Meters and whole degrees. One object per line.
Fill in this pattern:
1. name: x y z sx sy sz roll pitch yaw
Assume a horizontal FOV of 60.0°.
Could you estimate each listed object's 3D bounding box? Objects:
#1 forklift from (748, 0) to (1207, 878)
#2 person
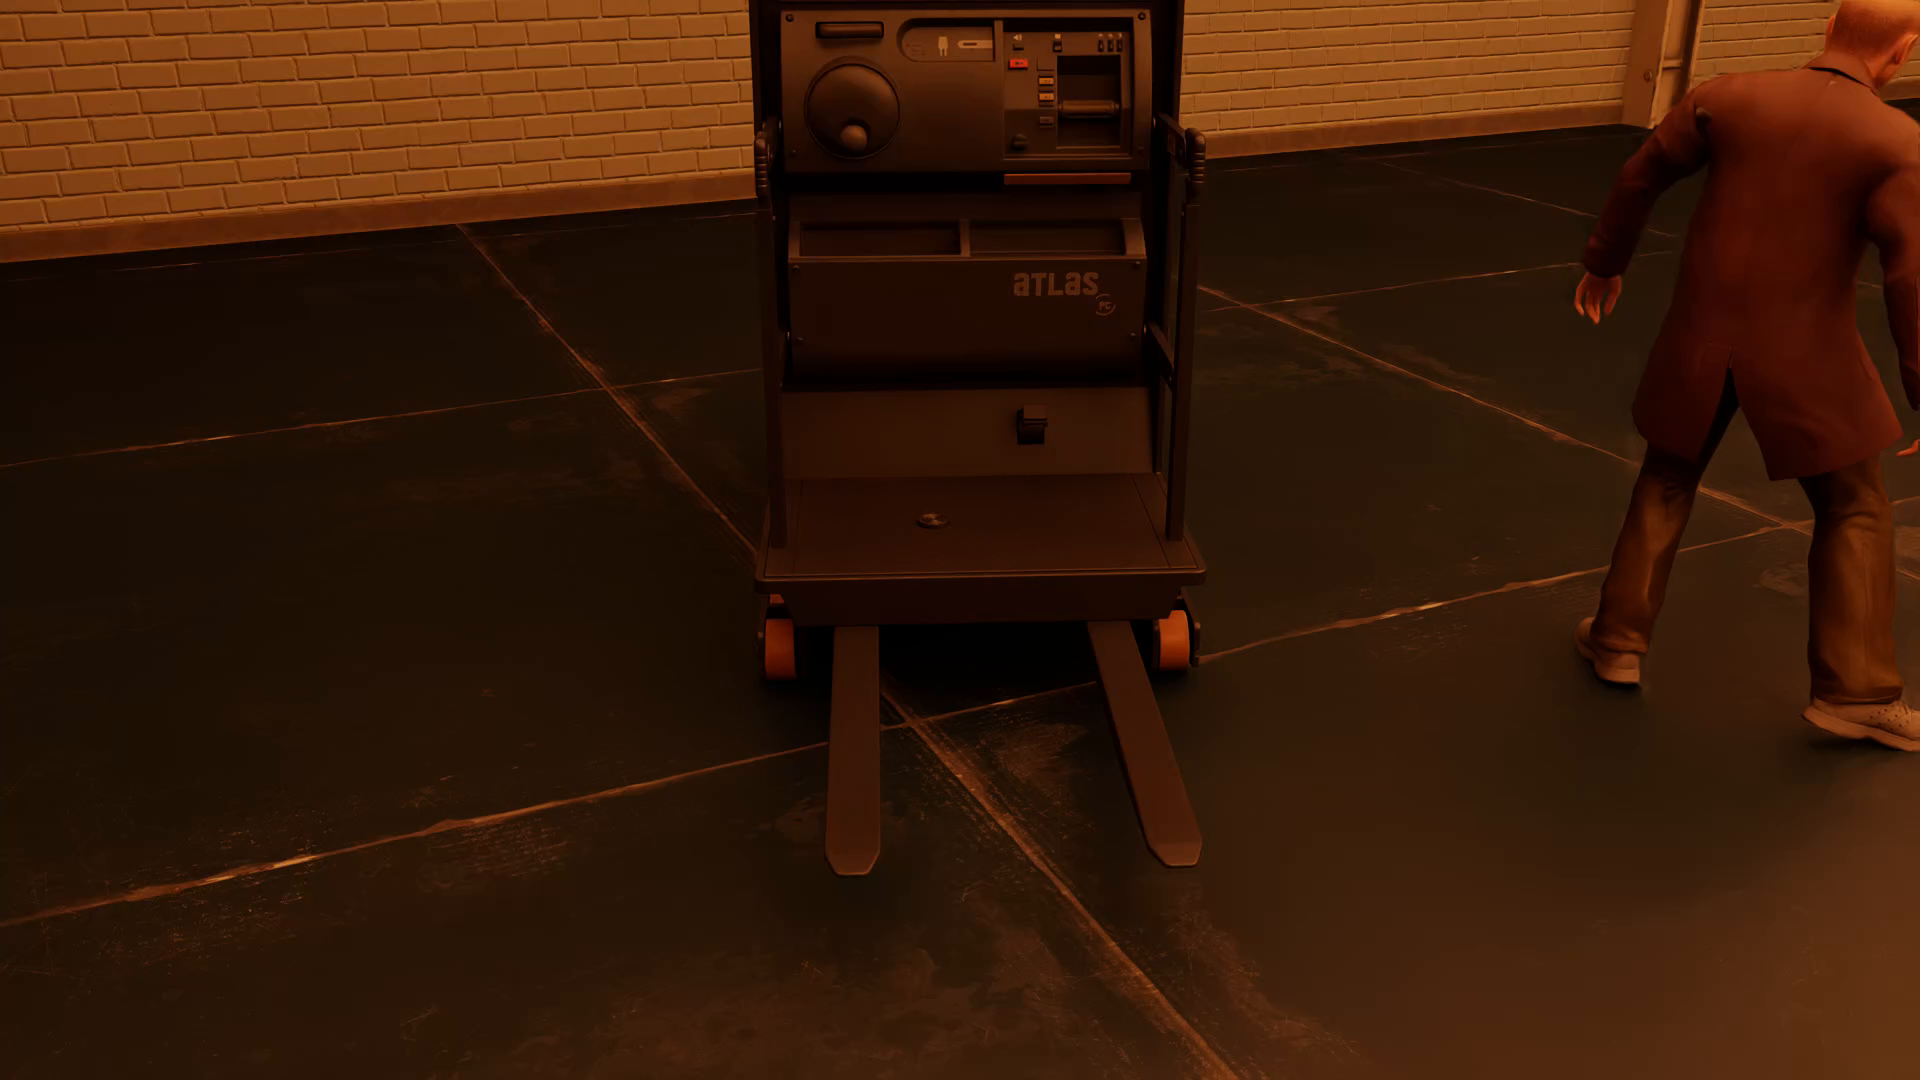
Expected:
1. forklift: 0.030 -1.120 3.982 1.130 2.935 3.031 -1 23 -3
2. person: 1.915 -0.416 3.911 0.441 1.717 1.059 -20 30 -40
